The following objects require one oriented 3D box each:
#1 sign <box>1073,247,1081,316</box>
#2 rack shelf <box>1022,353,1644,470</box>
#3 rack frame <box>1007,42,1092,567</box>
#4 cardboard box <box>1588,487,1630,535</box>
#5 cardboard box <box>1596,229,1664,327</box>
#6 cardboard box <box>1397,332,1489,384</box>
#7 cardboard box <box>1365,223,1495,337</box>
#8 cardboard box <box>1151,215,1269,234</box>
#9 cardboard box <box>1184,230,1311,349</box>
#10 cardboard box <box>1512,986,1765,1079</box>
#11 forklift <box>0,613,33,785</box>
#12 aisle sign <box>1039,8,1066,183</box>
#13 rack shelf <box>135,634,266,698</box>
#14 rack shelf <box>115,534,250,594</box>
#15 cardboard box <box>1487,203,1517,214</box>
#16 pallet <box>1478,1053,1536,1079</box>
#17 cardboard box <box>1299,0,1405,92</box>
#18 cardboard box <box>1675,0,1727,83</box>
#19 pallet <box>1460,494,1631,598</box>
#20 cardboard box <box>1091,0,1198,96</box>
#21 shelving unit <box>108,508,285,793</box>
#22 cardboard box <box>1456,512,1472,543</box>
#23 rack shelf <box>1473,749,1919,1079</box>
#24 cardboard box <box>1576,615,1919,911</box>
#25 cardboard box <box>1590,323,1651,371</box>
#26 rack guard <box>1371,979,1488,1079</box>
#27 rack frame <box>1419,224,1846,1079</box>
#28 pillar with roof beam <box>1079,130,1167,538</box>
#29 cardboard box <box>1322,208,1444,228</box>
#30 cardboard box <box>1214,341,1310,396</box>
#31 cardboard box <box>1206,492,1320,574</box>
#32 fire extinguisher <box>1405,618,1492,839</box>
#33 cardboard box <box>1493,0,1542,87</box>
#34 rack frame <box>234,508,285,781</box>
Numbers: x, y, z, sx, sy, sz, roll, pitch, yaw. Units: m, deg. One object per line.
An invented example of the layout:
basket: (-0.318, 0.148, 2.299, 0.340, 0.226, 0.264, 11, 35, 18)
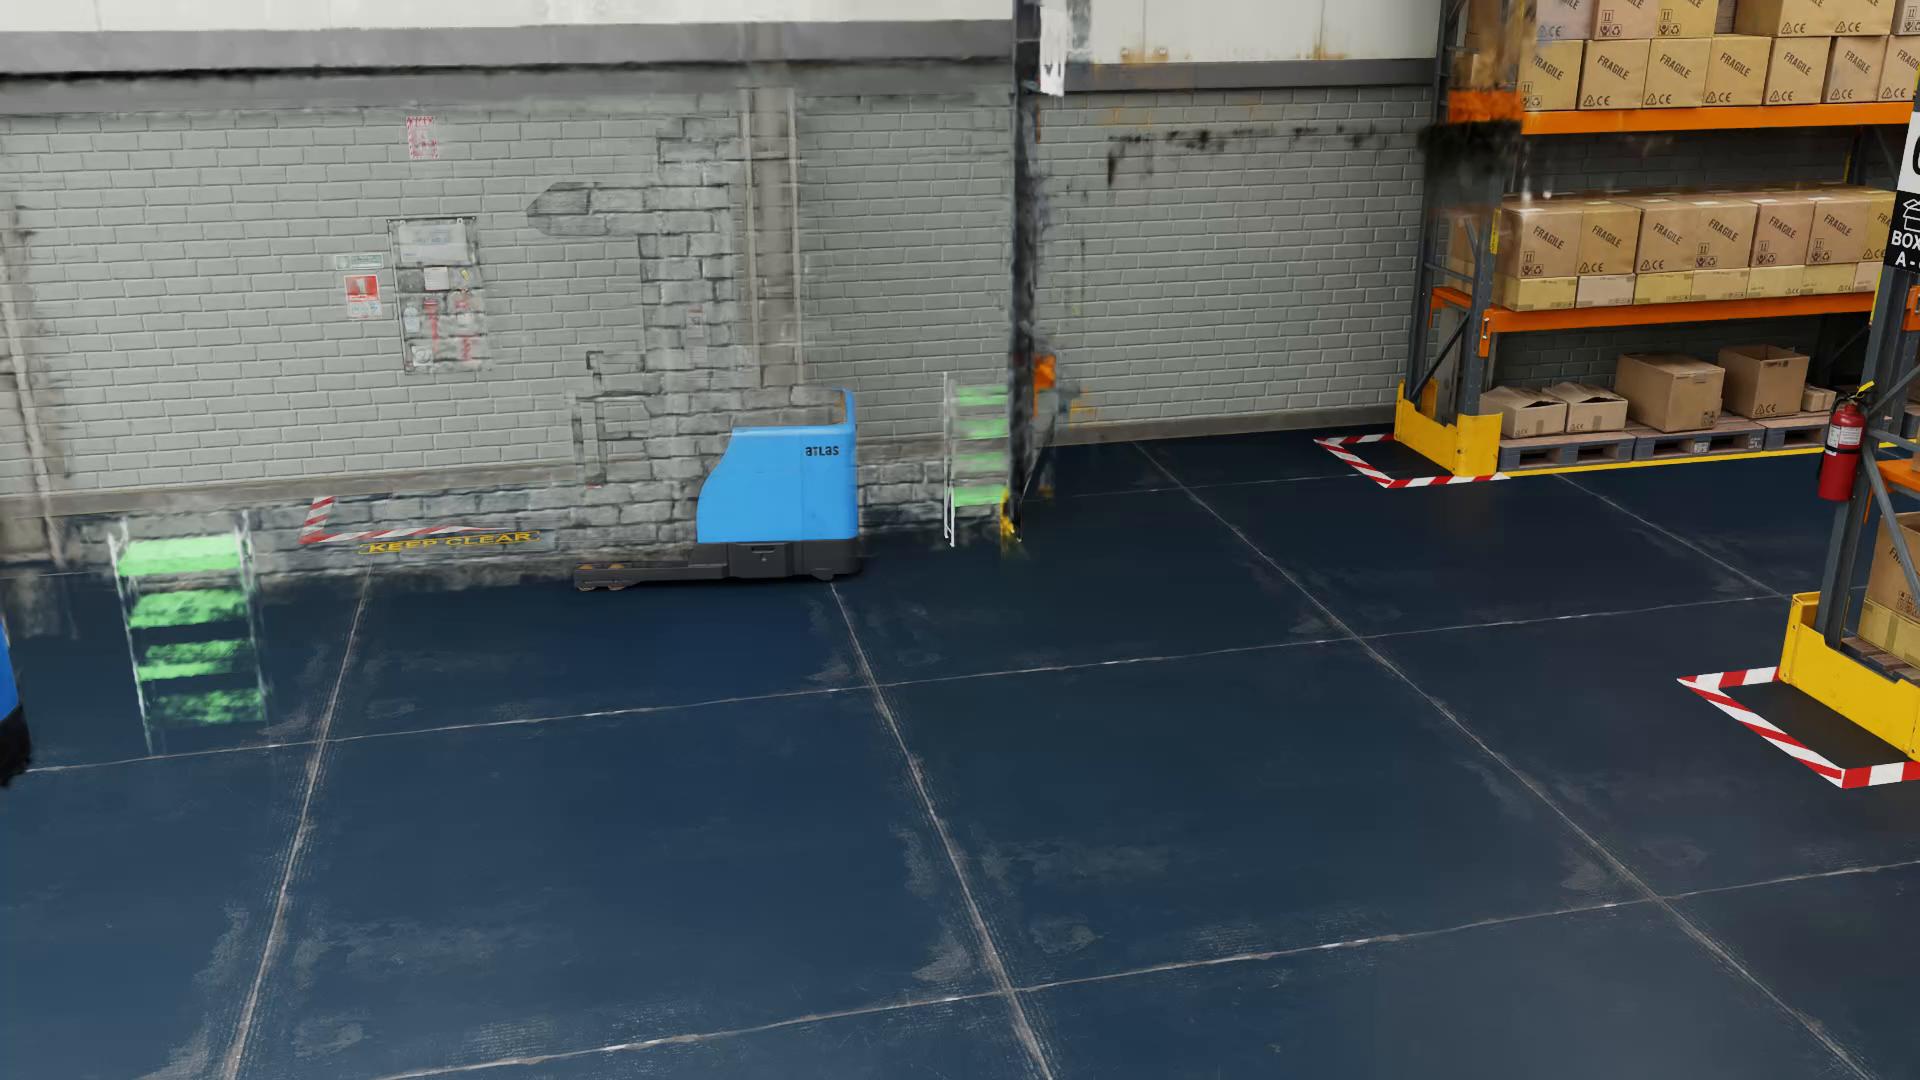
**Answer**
sign: (4.038, -2.328, 12.550, 0.005, 0.325, 0.100, -5, 21, -12)
rack shelf: (5.859, -1.923, 13.750, 4.000, 0.370, 1.077, -5, 21, -12)
rack frame: (3.913, -2.103, 13.194, 0.127, 3.000, 1.000, -5, 21, -12)
cardboard box: (7.292, -1.243, 14.327, 0.250, 0.166, 0.380, -7, 21, -20)
cardboard box: (6.932, -2.528, 13.454, 0.500, 0.500, 0.500, -5, 21, -13)
cardboard box: (5.952, -2.098, 13.369, 0.500, 0.250, 0.500, -4, 21, -12)
cardboard box: (5.934, -2.451, 13.242, 0.500, 0.500, 0.500, -4, 20, -11)
cardboard box: (4.815, -2.539, 13.483, 0.500, 0.500, 0.500, -4, 21, -12)
cardboard box: (4.930, -2.367, 13.014, 0.500, 0.500, 0.500, -5, 21, -12)
cardboard box: (5.510, 0.508, 9.455, 0.500, 0.250, 0.500, -5, 21, -12)
forklift: (-2.194, -1.230, 10.912, 3.031, 2.935, 1.130, -1, 20, -4)
aisle sign: (3.912, -3.217, 12.457, 0.004, 0.787, 0.394, -5, 21, -12)
rack shelf: (0.161, -0.516, 11.666, 0.480, 0.148, 0.258, -5, 21, -12)
rack shelf: (0.161, -0.967, 11.501, 0.480, 0.148, 0.258, -5, 21, -12)
cardboard box: (6.796, -2.704, 13.933, 0.500, 0.500, 0.500, -5, 21, -13)
pallet: (5.791, 0.790, 9.352, 1.213, 0.211, 1.003, -5, 21, -12)
cardboard box: (5.331, -3.583, 12.701, 0.500, 0.500, 0.500, -4, 20, -10)
cardboard box: (7.369, -3.761, 13.186, 0.500, 0.500, 0.500, -4, 21, -11)
pallet: (7.160, -1.045, 14.361, 1.213, 0.211, 1.003, -5, 21, -12)
cardboard box: (4.296, -3.510, 12.501, 0.500, 0.500, 0.500, -4, 21, -11)
shelving unit: (0.161, -0.576, 11.644, 0.503, 1.200, 0.258, -5, 21, -12)
cardboard box: (6.244, -1.167, 14.146, 0.250, 0.149, 0.380, -6, 21, -17)
rack shelf: (7.003, -0.265, 9.224, 4.000, 0.370, 1.077, -5, 21, -12)
cardboard box: (5.514, -0.525, 8.740, 0.500, 0.500, 0.700, -5, 21, -12)
cardboard box: (6.928, -2.183, 13.601, 0.500, 0.250, 0.500, -5, 21, -12)
rack guard: (5.033, 0.731, 9.093, 0.348, 0.500, 1.175, -5, 21, -12)
rack frame: (5.056, -0.445, 8.668, 0.127, 3.000, 1.000, -5, 21, -12)
pillar with roof beam: (5.386, -3.824, 9.170, 0.400, 9.000, 9.100, -5, 21, -12)
cardboard box: (5.807, -2.621, 13.708, 0.500, 0.500, 0.500, -4, 21, -12)
cardboard box: (4.963, -2.020, 13.157, 0.500, 0.250, 0.500, -5, 21, -14)
cardboard box: (5.162, -1.117, 13.771, 0.500, 0.311, 0.500, -3, 20, -8)
fire extinguisher: (4.835, -0.555, 9.081, 0.183, 0.674, 0.296, -5, 21, -12)
cardboard box: (6.345, -3.669, 12.935, 0.500, 0.500, 0.500, -5, 21, -15)
rack frame: (0.399, -0.596, 11.697, 0.015, 1.200, 0.240, -5, 21, -12)
